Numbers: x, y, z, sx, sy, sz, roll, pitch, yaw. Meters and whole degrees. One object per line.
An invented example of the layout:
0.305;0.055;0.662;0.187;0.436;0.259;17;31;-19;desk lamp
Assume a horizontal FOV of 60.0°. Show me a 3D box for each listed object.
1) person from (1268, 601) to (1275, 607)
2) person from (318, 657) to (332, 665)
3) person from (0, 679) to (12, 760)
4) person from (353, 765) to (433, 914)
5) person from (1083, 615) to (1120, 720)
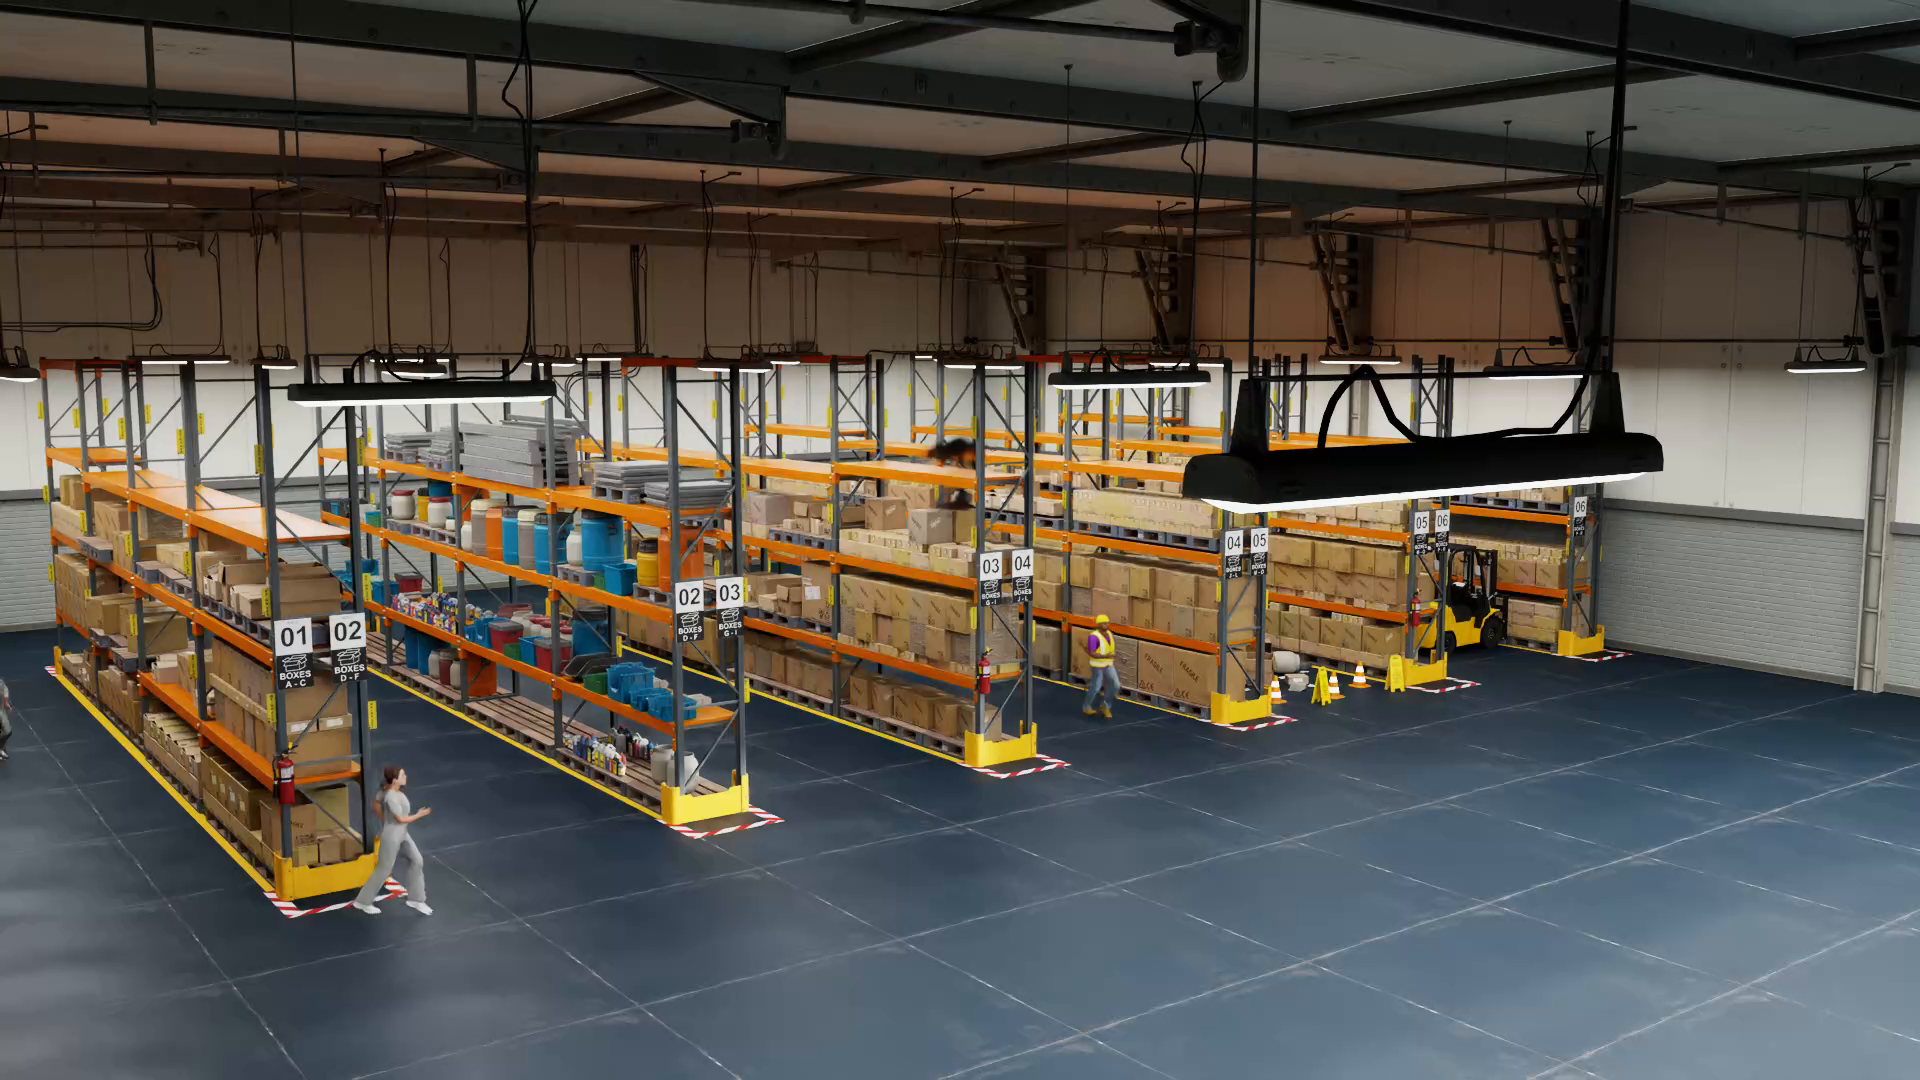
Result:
6.862;1.155;35.964;0.786;1.754;0.744;7;10;44;person
-10.308;2.280;26.827;0.677;1.718;0.589;5;9;38;person
-14.416;2.610;24.808;0.834;1.495;0.545;6;9;39;person
-6.234;3.309;18.239;0.854;1.717;0.523;-1;7;-11;person
2.388;2.129;27.802;0.670;1.785;0.800;-6;9;-41;person
